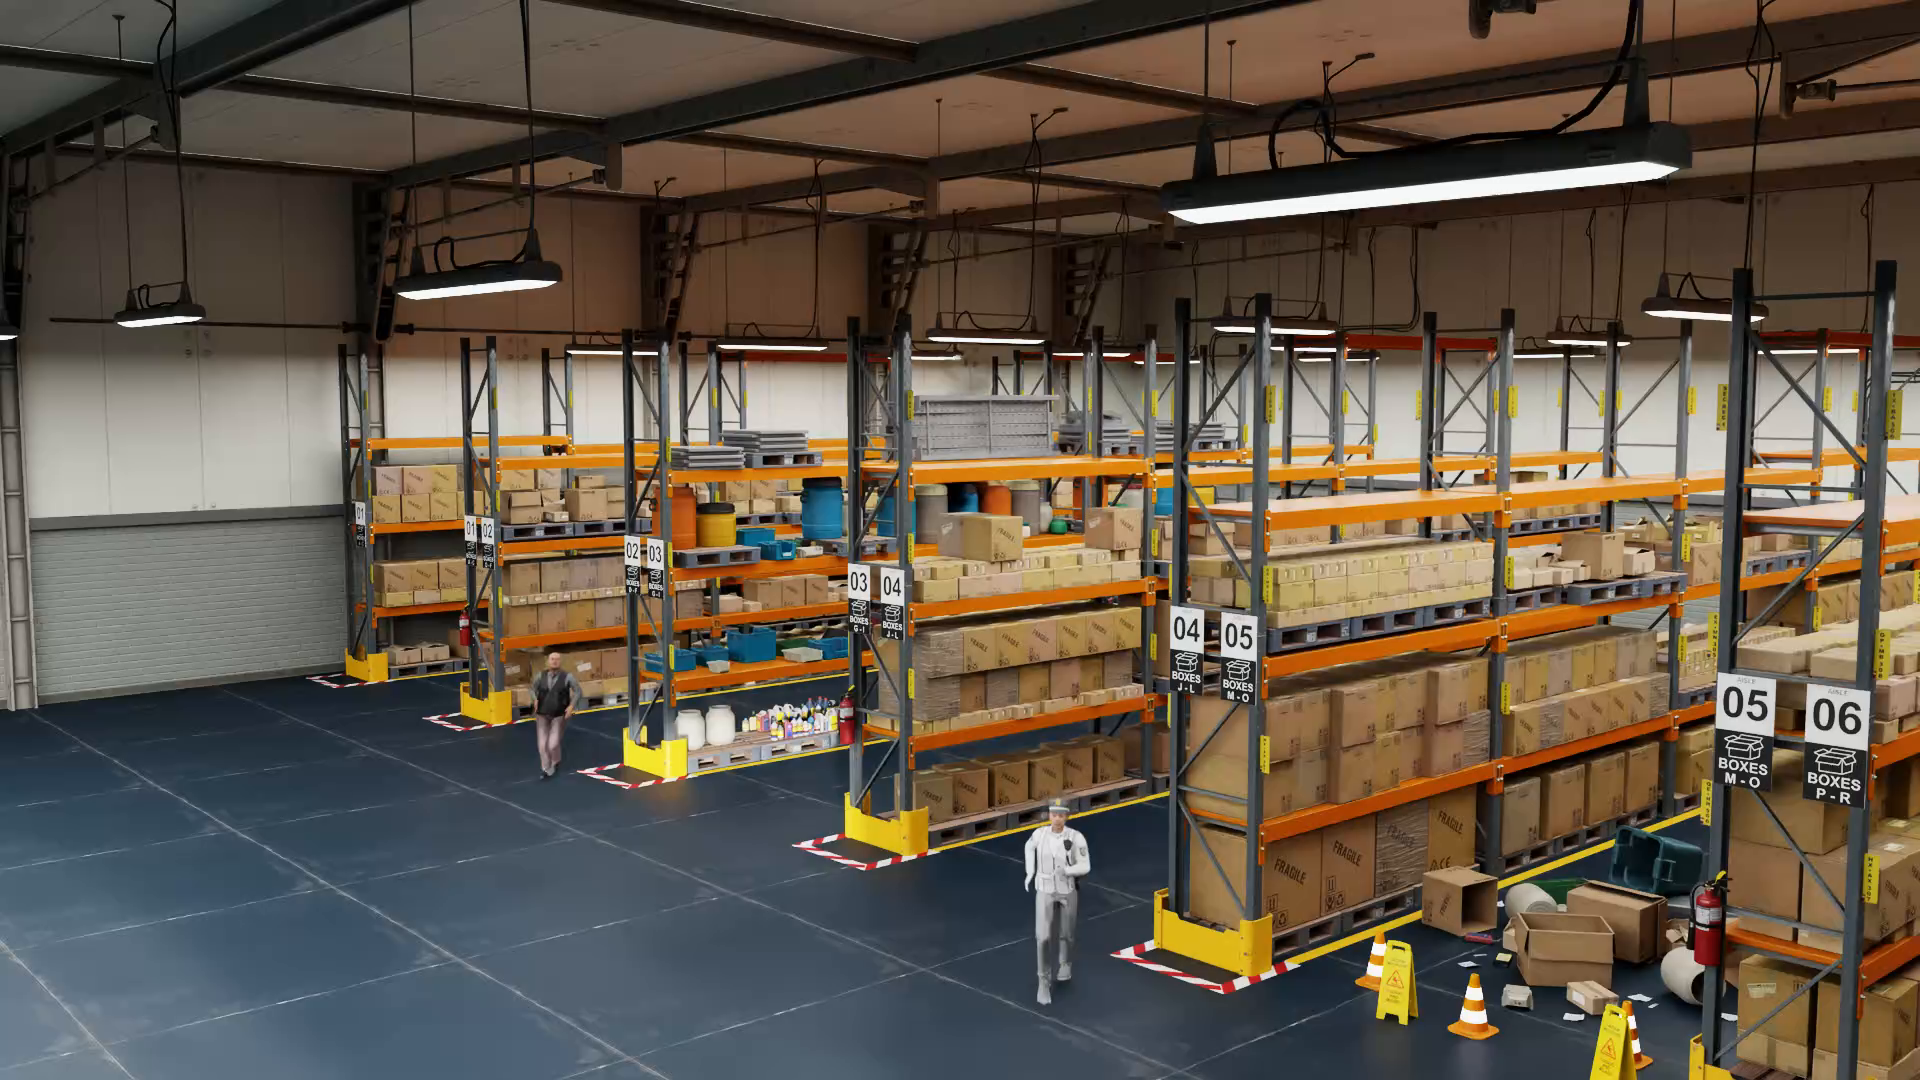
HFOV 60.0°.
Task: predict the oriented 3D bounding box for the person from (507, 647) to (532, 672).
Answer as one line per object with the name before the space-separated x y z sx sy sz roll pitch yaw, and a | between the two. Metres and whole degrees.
person | -7.567 1.807 28.513 0.543 1.576 0.877 4 7 38

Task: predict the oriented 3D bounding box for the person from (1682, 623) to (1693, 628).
person | 10.995 2.081 25.077 0.652 1.707 0.743 4 7 38

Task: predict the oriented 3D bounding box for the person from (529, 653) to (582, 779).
person | -5.396 2.343 22.066 0.691 1.691 0.530 0 5 2

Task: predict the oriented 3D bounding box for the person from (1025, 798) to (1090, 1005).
person | 0.828 3.057 14.240 0.579 1.763 0.750 1 5 7
